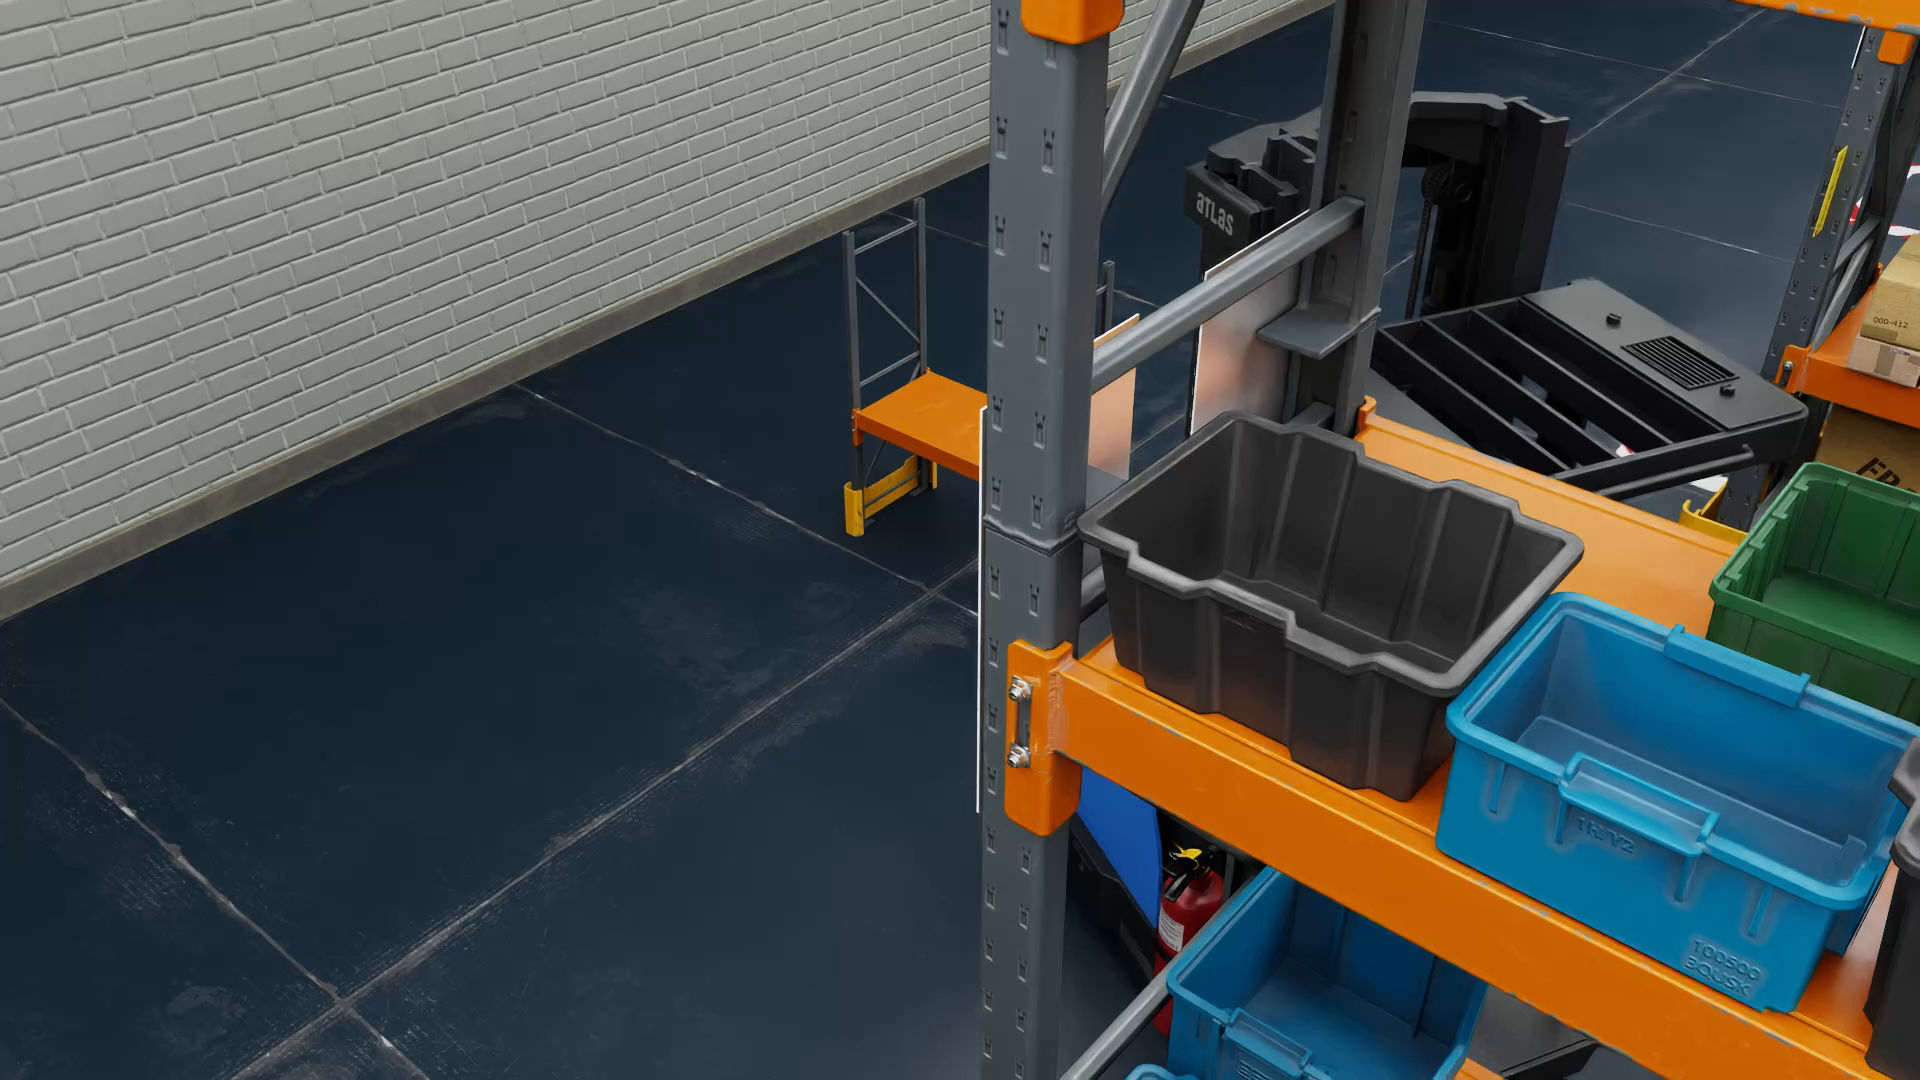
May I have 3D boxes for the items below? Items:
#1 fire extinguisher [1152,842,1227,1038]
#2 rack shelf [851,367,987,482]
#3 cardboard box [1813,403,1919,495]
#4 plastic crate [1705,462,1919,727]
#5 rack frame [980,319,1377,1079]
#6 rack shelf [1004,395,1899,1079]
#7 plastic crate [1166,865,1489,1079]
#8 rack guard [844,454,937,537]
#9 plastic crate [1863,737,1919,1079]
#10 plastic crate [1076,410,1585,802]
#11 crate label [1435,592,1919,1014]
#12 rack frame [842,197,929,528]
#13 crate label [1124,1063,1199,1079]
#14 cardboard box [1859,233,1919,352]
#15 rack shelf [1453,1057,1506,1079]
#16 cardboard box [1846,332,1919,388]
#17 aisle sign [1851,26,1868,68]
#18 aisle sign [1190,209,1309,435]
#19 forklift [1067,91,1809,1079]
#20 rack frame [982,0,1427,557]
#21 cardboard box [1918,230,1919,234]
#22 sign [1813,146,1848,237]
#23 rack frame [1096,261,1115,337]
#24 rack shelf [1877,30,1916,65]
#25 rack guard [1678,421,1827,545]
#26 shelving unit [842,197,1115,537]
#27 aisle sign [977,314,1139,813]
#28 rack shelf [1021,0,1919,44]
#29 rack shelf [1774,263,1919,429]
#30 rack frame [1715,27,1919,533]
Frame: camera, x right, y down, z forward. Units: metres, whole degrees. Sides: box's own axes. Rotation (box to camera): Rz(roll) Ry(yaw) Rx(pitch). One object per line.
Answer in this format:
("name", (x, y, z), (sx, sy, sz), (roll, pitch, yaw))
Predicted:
("fire extinguisher", (0.576, 0.955, 4.108), (0.183, 0.674, 0.296), (25, 42, 32))
("rack shelf", (0.066, -0.439, 7.382), (1.000, 0.185, 0.538), (25, 42, 32))
("cardboard box", (4.113, -0.234, 6.947), (0.875, 0.875, 0.875), (25, 42, 32))
("plastic crate", (1.342, 0.105, 2.485), (0.336, 0.188, 0.450), (25, 42, 32))
("rack frame", (0.401, 1.021, 3.613), (0.127, 3.000, 1.000), (25, 42, 32))
("rack shelf", (1.938, 0.806, 1.913), (4.000, 0.370, 1.077), (25, 42, 32))
("plastic crate", (0.778, 1.022, 3.528), (0.499, 0.435, 0.616), (25, 42, 32))
("rack guard", (-0.324, -0.256, 7.902), (0.087, 0.250, 0.587), (25, 42, 32))
("plastic crate", (1.400, 0.483, 1.802), (0.767, 0.338, 0.504), (25, 42, 32))
("plastic crate", (0.519, 0.099, 2.421), (0.590, 0.269, 0.497), (25, 42, 32))
("crate label", (0.904, 0.321, 2.115), (0.502, 0.251, 0.408), (25, 42, 32))
("rack frame", (-0.325, -0.771, 7.549), (0.032, 1.500, 0.500), (25, 42, 32))
("crate label", (0.381, 1.298, 3.305), (0.303, 0.233, 0.416), (25, 42, 32))
("cardboard box", (3.767, -0.903, 6.285), (0.500, 0.250, 0.500), (24, 41, 31))
("rack shelf", (1.938, 2.042, 2.762), (4.000, 0.370, 1.077), (25, 42, 32))
("cardboard box", (3.632, -0.758, 6.426), (0.250, 0.149, 0.380), (26, 42, 32))
("aisle sign", (3.323, -2.101, 5.863), (0.004, 0.787, 0.394), (25, 42, 32))
("aisle sign", (0.534, -0.204, 3.101), (0.004, 0.787, 0.394), (25, 42, 32))
("forklift", (1.274, 0.431, 4.533), (1.130, 2.935, 3.031), (-13, 37, -18))
("rack frame", (0.401, -1.452, 1.915), (0.127, 3.000, 1.000), (25, 42, 32))
("cardboard box", (4.113, -1.134, 6.622), (0.500, 0.250, 0.500), (25, 41, 31))
("sign", (3.211, -1.284, 6.135), (0.005, 0.325, 0.100), (25, 42, 32))
("rack frame", (0.456, -0.403, 7.012), (0.032, 1.500, 0.500), (25, 42, 32))
("rack shelf", (5.107, -1.349, 5.051), (4.000, 0.370, 1.077), (25, 42, 32))
("rack guard", (3.552, -0.112, 7.471), (0.348, 0.500, 1.175), (25, 42, 32))
("shelving unit", (0.059, -0.591, 7.285), (1.083, 1.500, 0.587), (25, 42, 32))
("aisle sign", (0.156, 0.053, 2.727), (0.004, 0.787, 0.394), (25, 42, 32))
("rack shelf", (1.938, -0.266, 1.177), (4.000, 0.370, 1.077), (25, 42, 32))
("rack shelf", (5.107, -0.113, 5.900), (4.000, 0.370, 1.077), (25, 42, 32))
("rack frame", (3.570, -1.134, 6.751), (0.127, 3.000, 1.000), (25, 42, 32))
